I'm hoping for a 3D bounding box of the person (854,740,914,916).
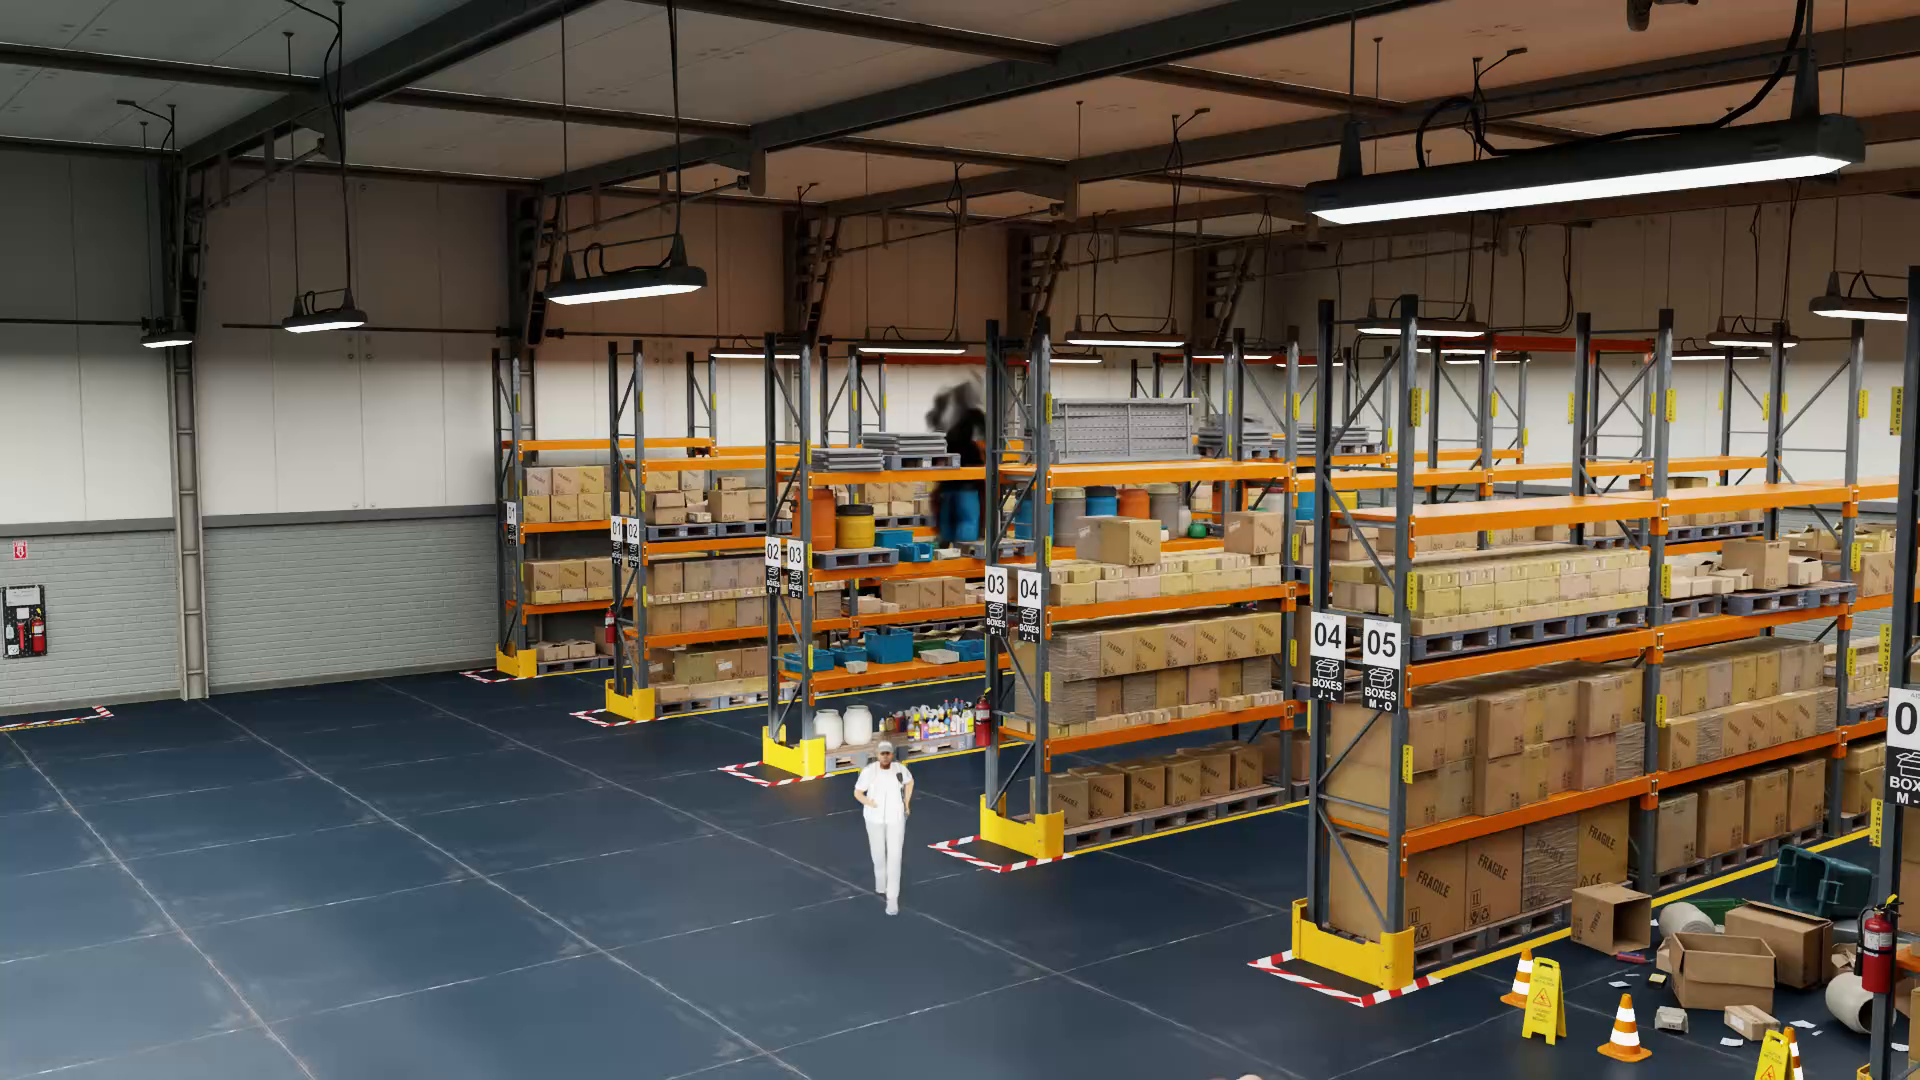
[{"bbox_3d":[-0.770,2.846,16.820,0.598,1.673,0.926,0,5,0],"label":"person"}]

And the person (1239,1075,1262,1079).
[{"bbox_3d":[1.440,3.554,8.362,0.720,1.751,0.964,1,5,14],"label":"person"}]
